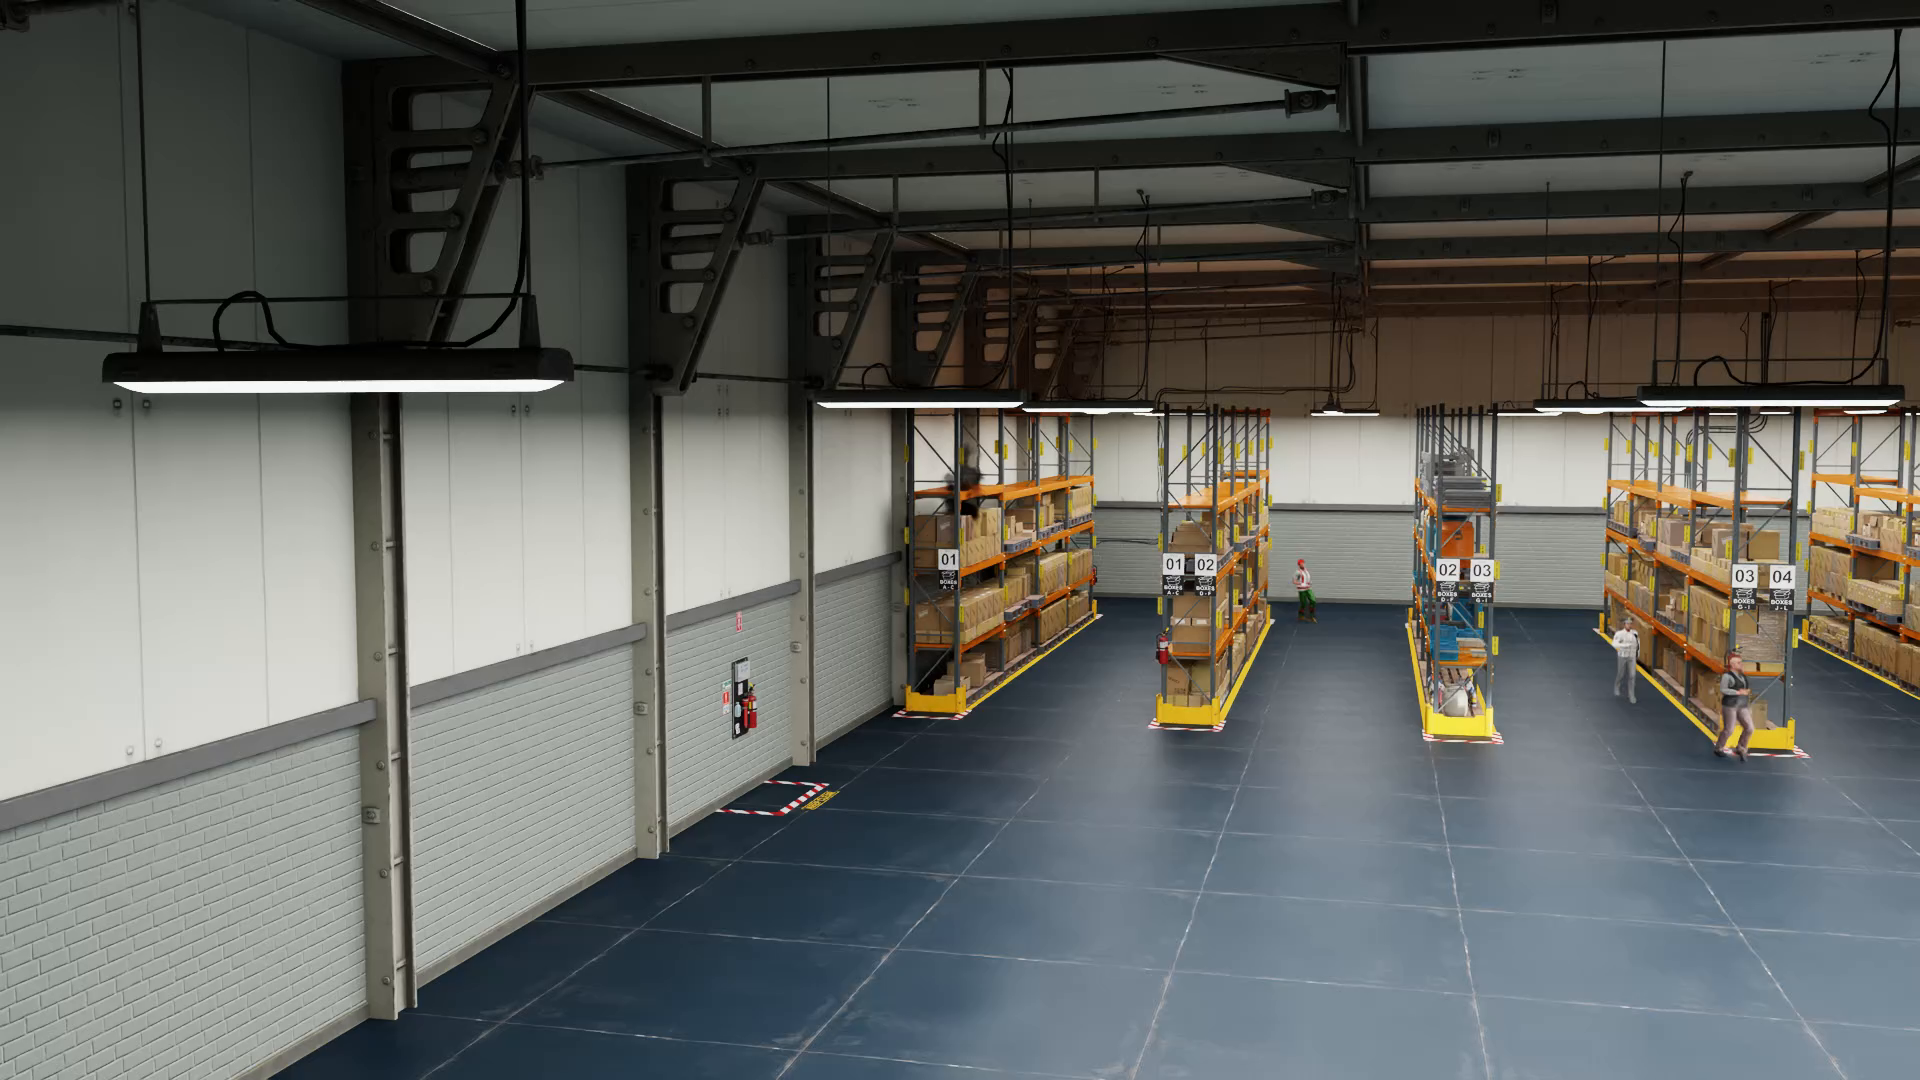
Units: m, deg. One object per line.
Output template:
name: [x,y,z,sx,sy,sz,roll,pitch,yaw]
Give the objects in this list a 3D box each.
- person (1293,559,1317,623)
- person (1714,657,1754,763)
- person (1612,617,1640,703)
person: [9.627,1.429,46.697,0.667,1.793,0.686,-2,5,-28]
person: [12.963,2.856,27.801,0.650,1.797,0.672,-2,5,-25]
person: [13.536,2.394,33.780,0.638,1.701,0.897,0,4,2]
